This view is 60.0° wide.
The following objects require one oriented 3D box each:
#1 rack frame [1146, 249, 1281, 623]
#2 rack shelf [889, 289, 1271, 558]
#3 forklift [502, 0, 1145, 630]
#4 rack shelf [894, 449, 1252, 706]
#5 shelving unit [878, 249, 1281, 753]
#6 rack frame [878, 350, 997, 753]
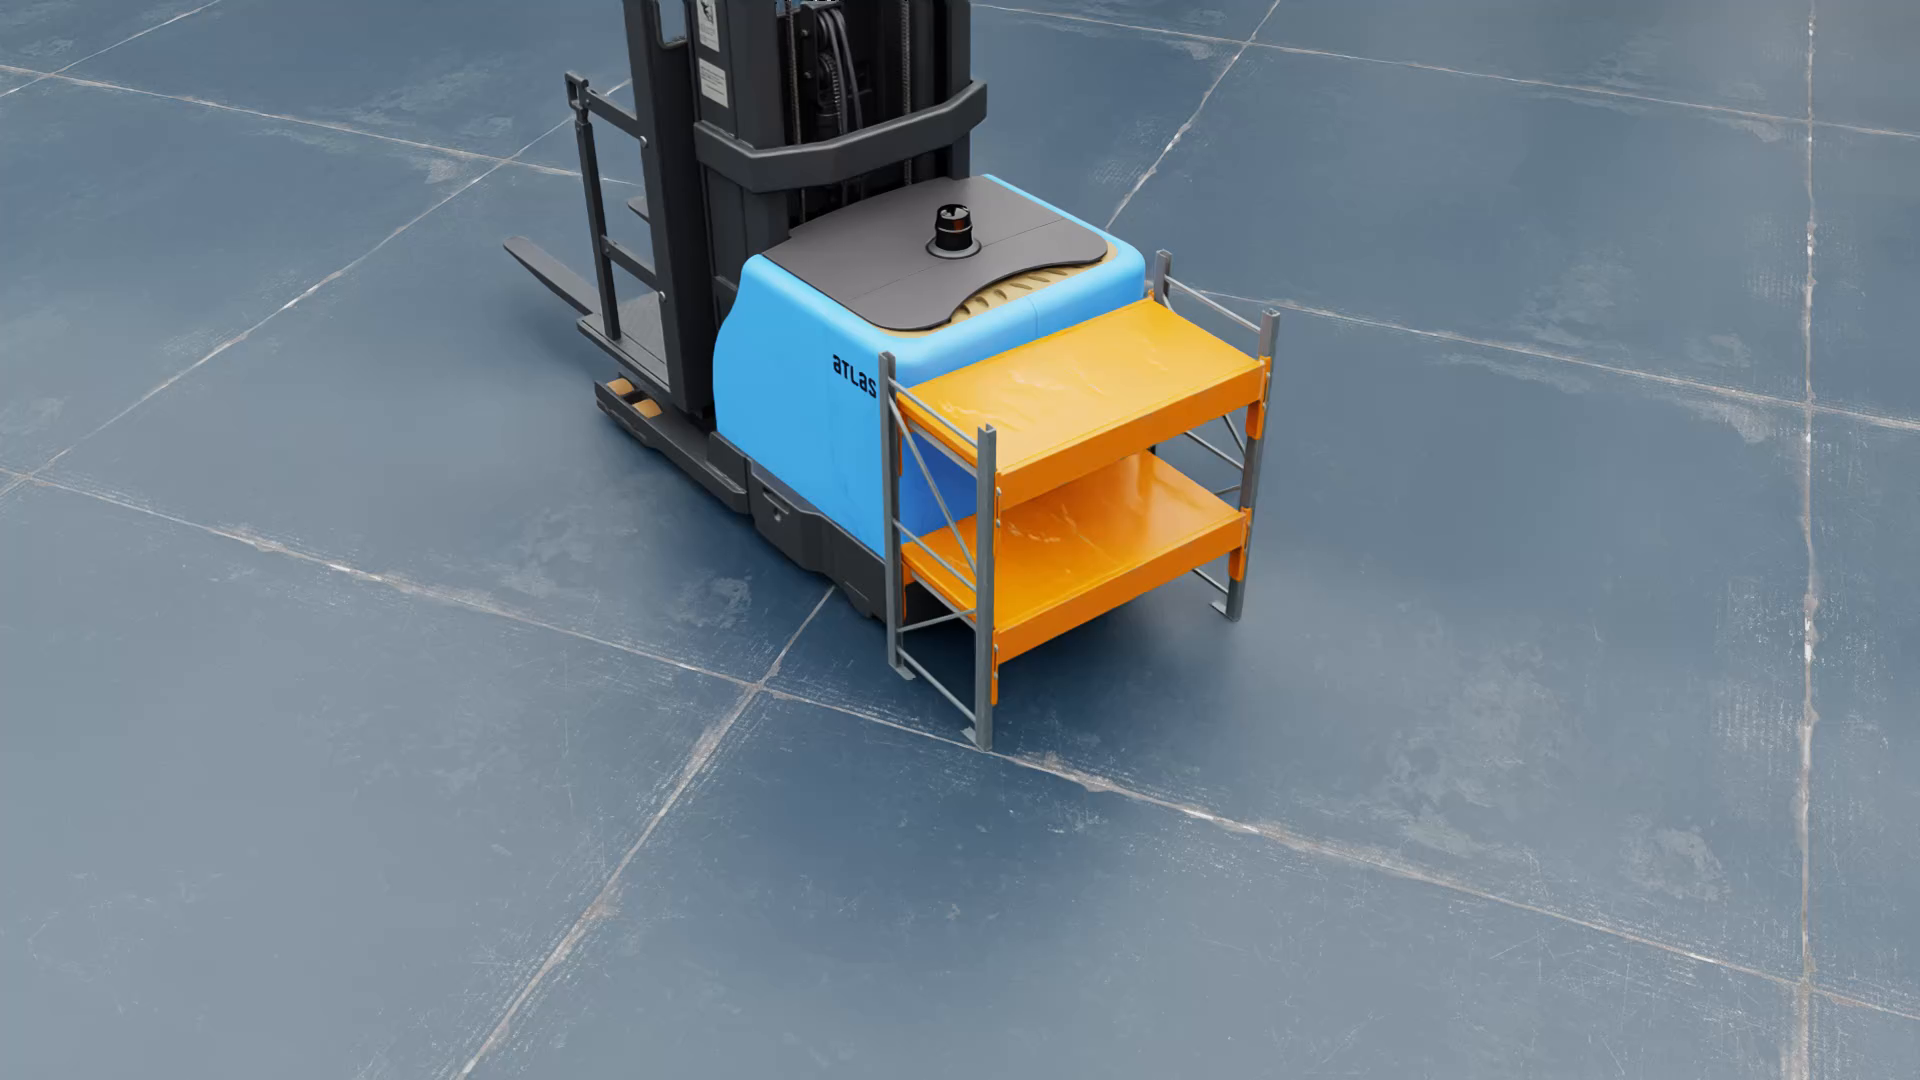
[{"bbox_3d":[0.753,-0.308,5.222,0.032,1.125,0.500,-24,43,-28],"label":"rack frame"},{"bbox_3d":[0.344,-0.362,4.806,1.000,0.278,0.538,-24,43,-28],"label":"rack shelf"},{"bbox_3d":[-0.731,-1.703,5.581,1.130,2.935,3.031,-26,44,-31],"label":"forklift"},{"bbox_3d":[0.344,0.068,5.127,1.000,0.278,0.538,-24,43,-28],"label":"rack shelf"},{"bbox_3d":[0.344,-0.128,4.981,1.048,1.125,0.538,-24,43,-28],"label":"shelving unit"},{"bbox_3d":[-0.066,0.053,4.740,0.032,1.125,0.500,-24,43,-28],"label":"rack frame"}]
